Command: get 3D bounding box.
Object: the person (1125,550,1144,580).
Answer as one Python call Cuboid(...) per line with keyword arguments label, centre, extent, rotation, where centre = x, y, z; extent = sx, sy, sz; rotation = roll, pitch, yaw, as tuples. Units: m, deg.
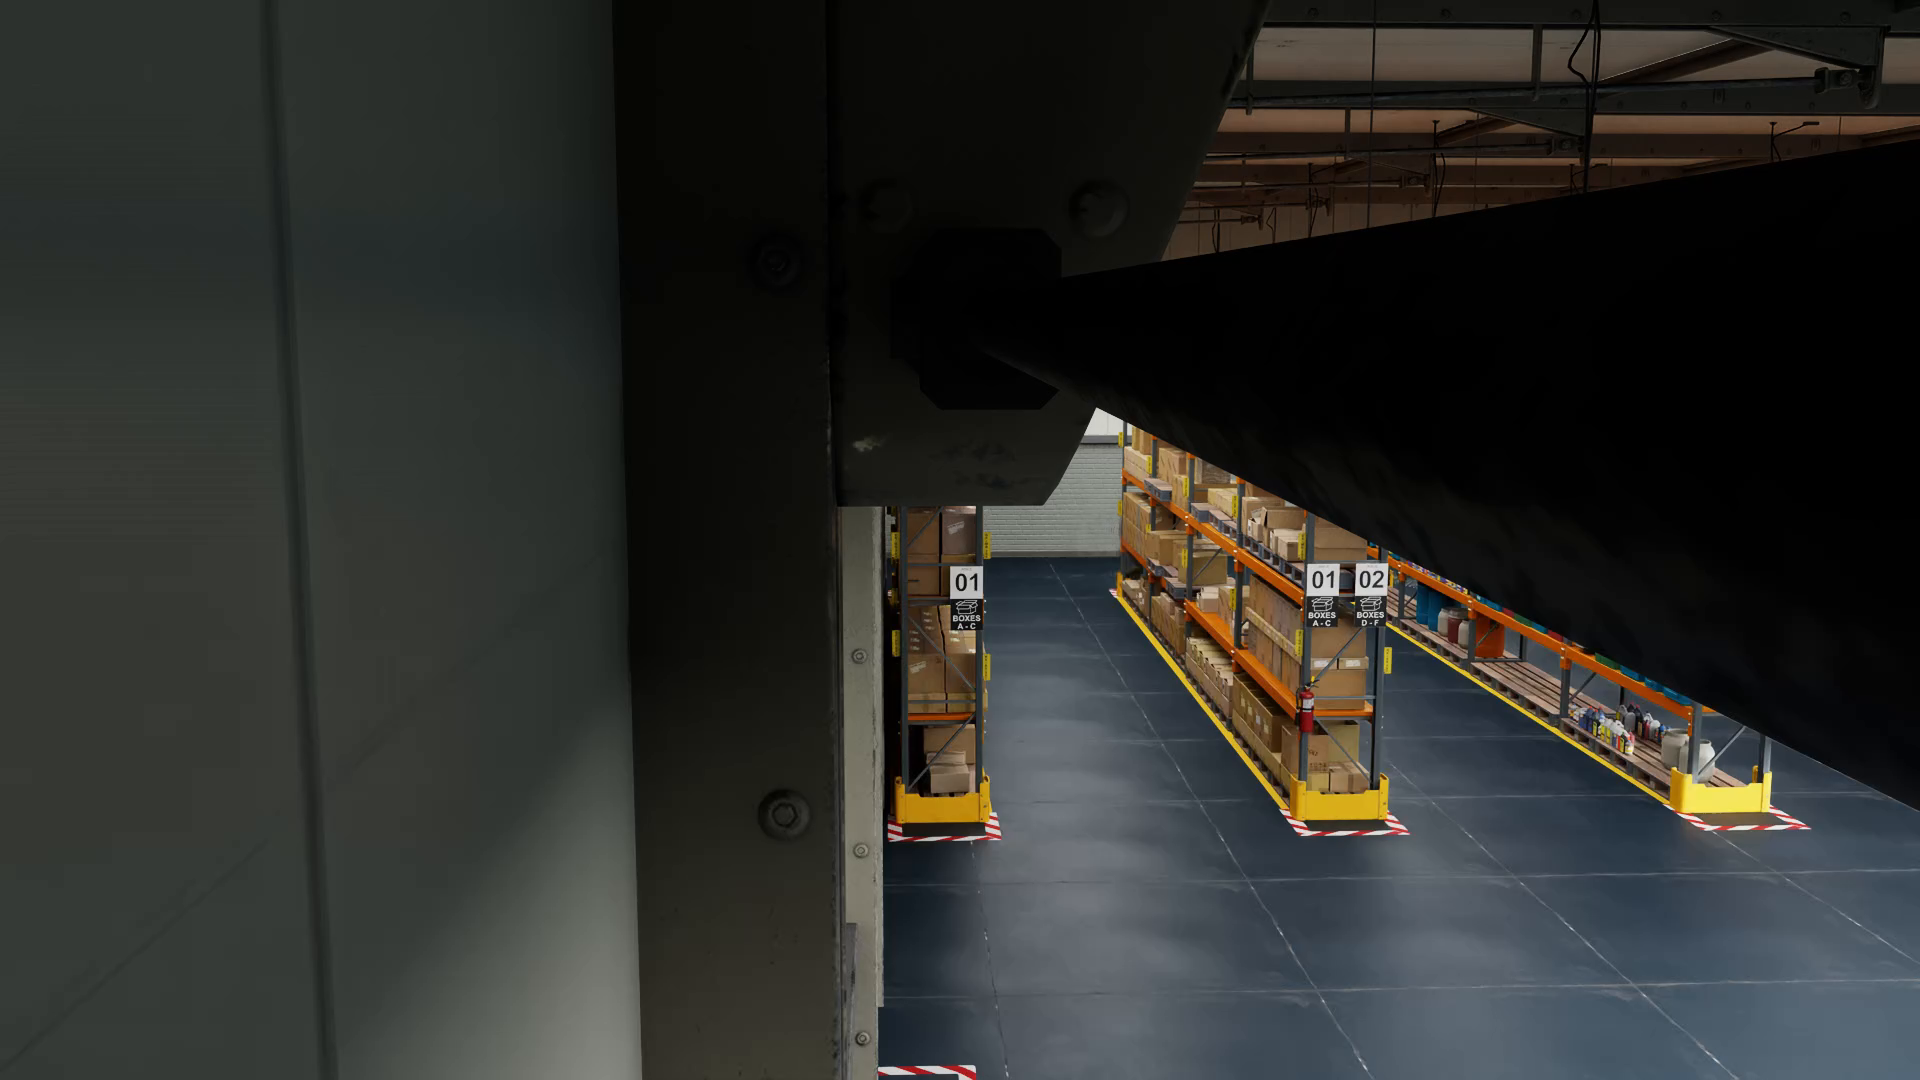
Cuboid(label="person", centre=(3.864, 0.223, 37.359), extent=(0.644, 1.735, 0.731), rotation=(0, 8, -2))
